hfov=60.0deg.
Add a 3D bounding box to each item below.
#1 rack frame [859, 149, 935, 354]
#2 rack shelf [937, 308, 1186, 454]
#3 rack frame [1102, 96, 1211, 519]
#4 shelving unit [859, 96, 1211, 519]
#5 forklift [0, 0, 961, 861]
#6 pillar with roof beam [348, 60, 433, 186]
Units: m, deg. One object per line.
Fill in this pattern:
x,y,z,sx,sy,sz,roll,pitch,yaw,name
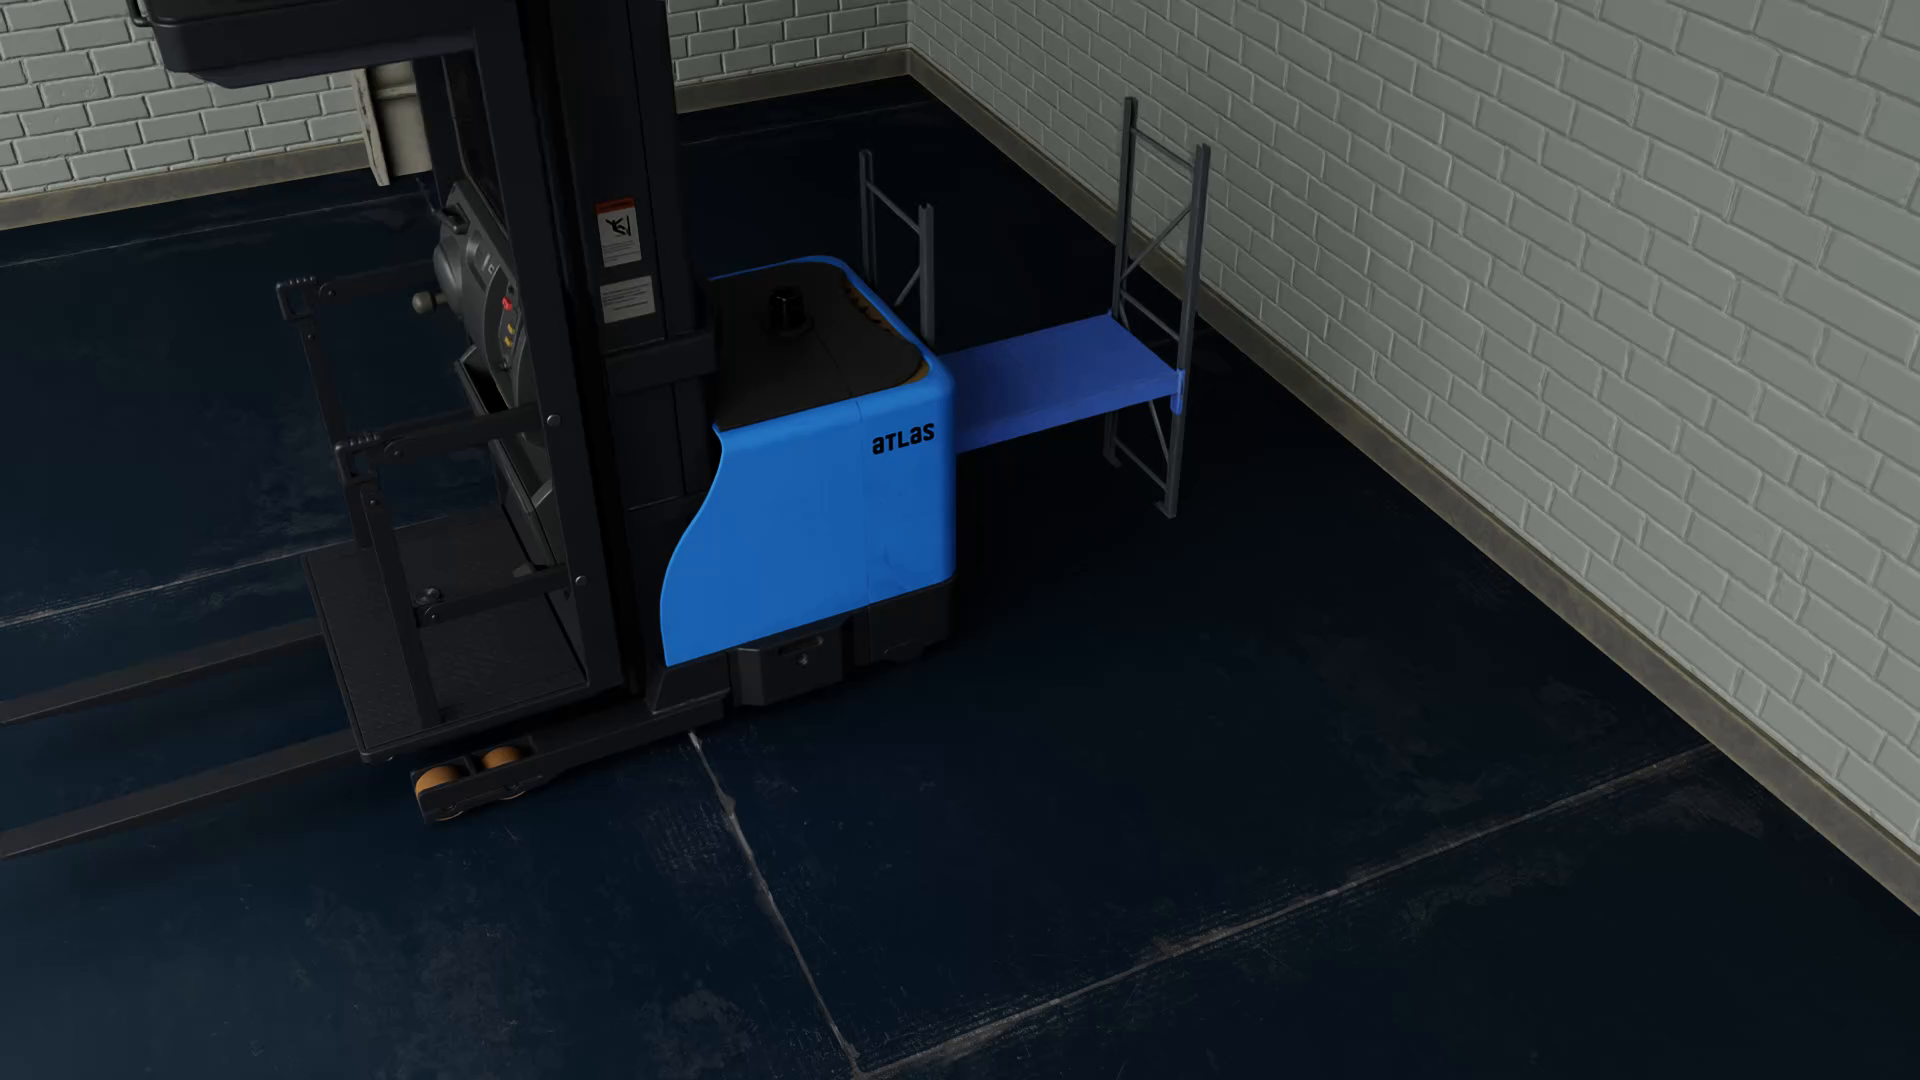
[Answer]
-0.207,-0.546,5.727,0.032,1.500,0.500,-17,40,-21,rack frame
0.247,-0.537,6.018,1.000,0.185,0.538,-17,40,-21,rack shelf
0.702,-0.818,6.094,0.032,1.500,0.500,-17,40,-21,rack frame
0.247,-0.682,5.910,1.048,1.500,0.538,-17,40,-21,shelving unit
-1.549,-0.680,4.707,3.031,2.935,1.130,-17,40,-21,forklift
-1.117,-3.290,3.132,0.400,9.000,9.100,-16,39,-20,pillar with roof beam
